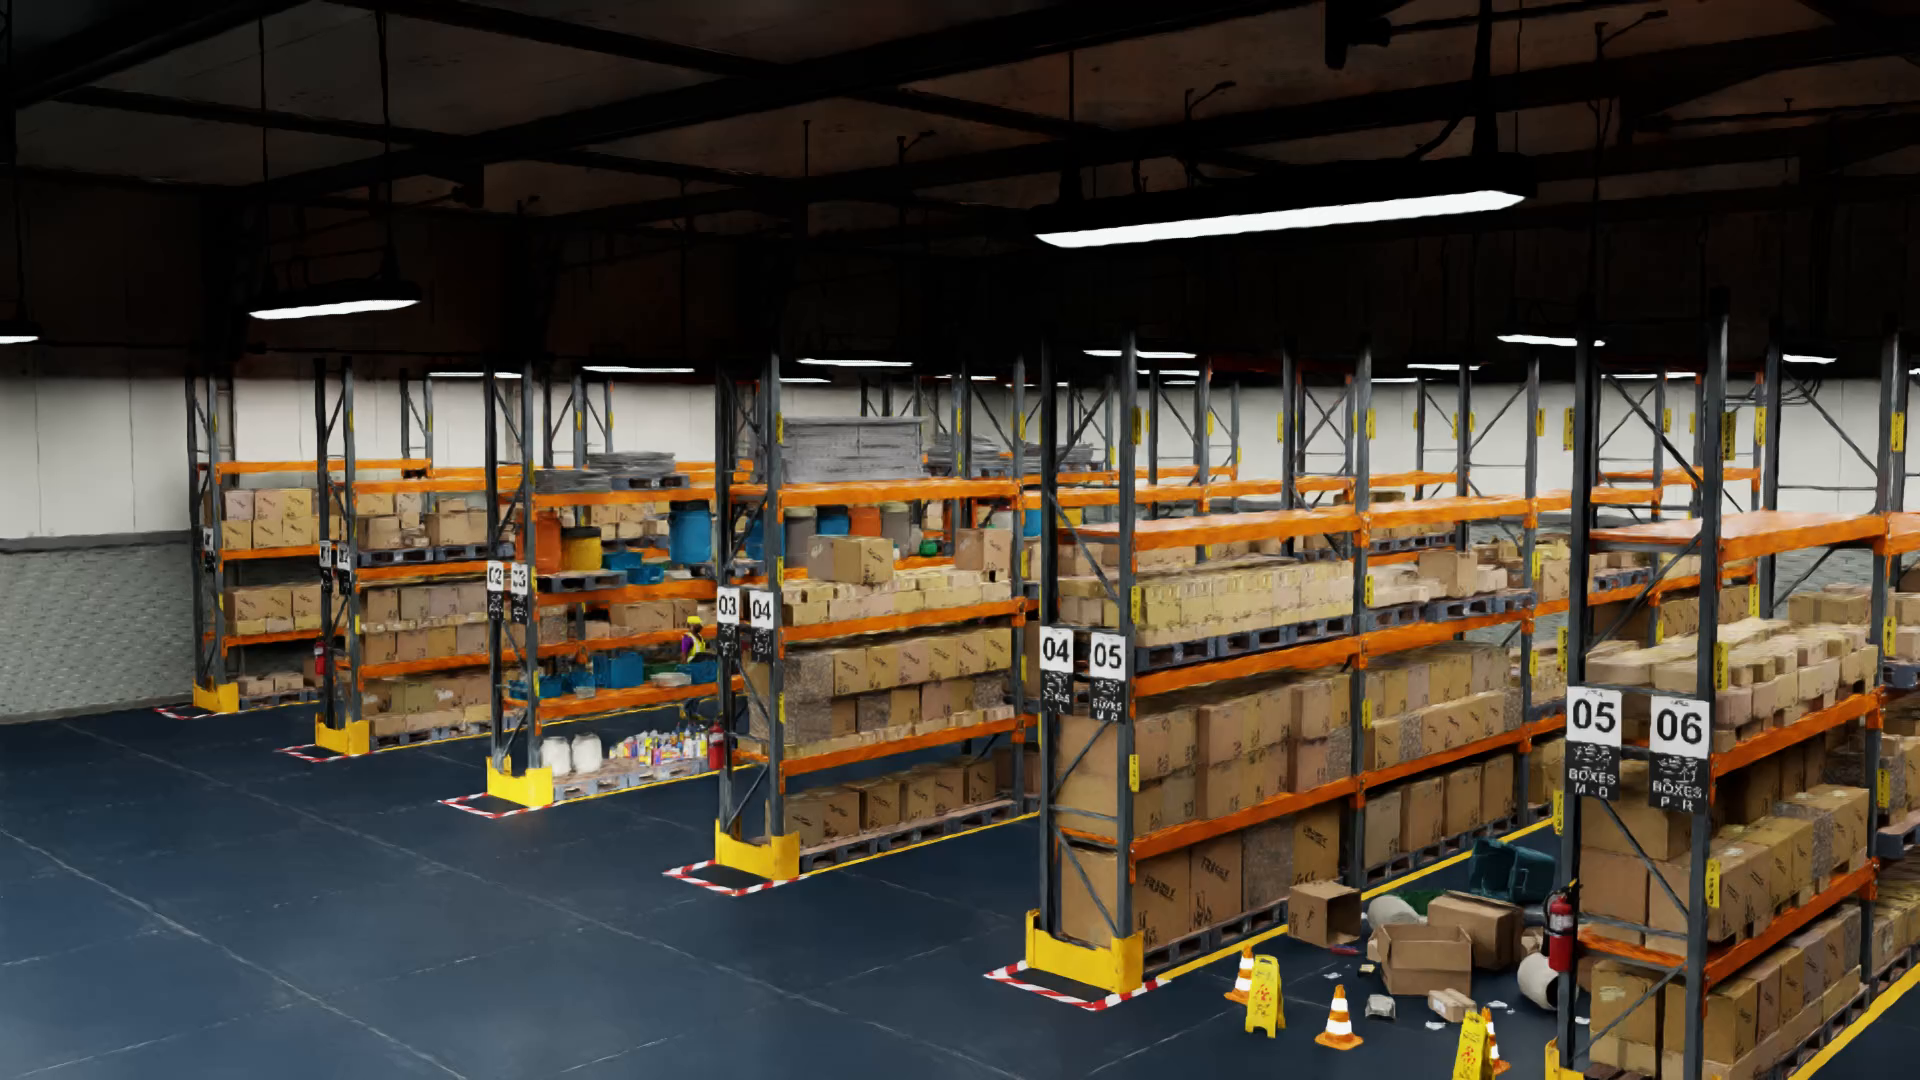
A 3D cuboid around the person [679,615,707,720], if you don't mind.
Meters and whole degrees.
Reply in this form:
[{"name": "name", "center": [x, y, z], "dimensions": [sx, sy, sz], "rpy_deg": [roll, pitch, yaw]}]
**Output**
[{"name": "person", "center": [-4.476, 2.151, 27.885], "dimensions": [0.457, 1.754, 0.609], "rpy_deg": [1, 5, 17]}]
